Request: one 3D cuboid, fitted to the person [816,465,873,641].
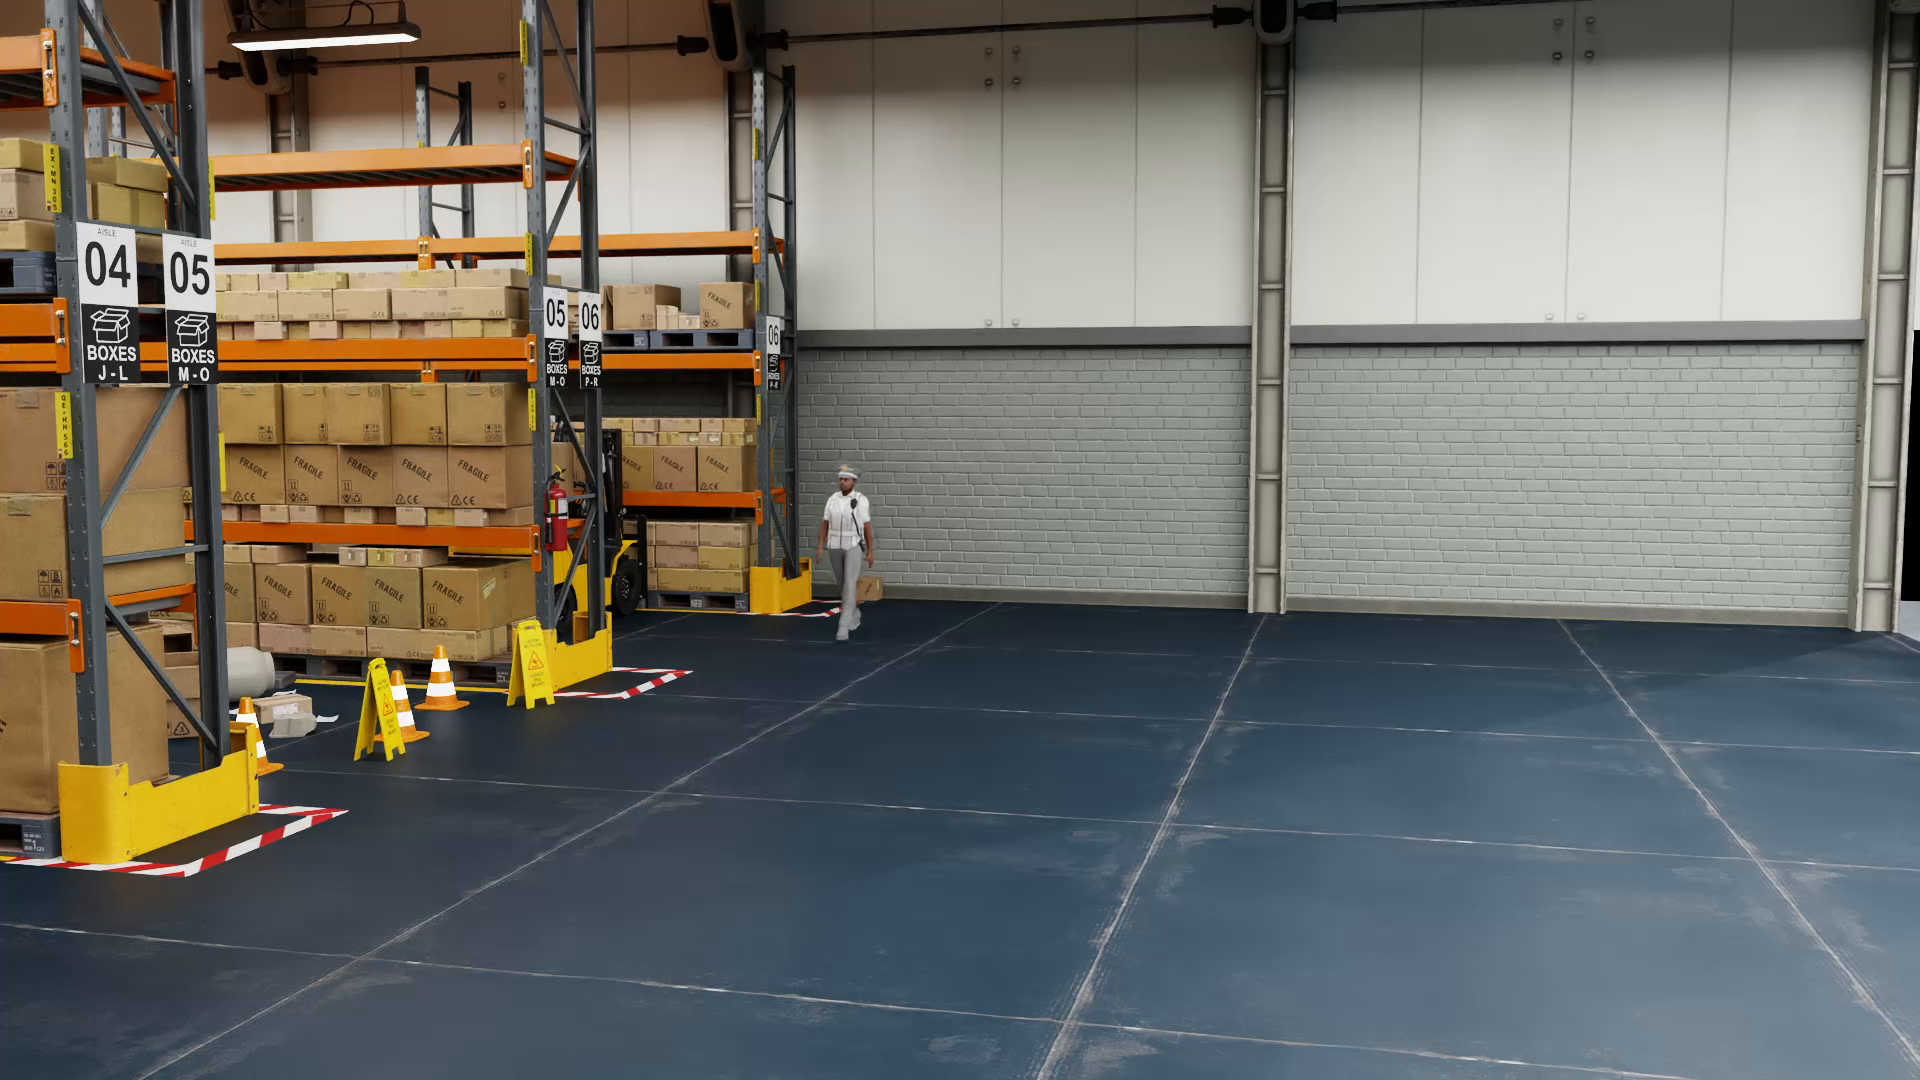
[{"bbox_3d":[-1.143,0.099,16.166,0.483,1.640,0.911,2,5,18],"label":"person"}]
